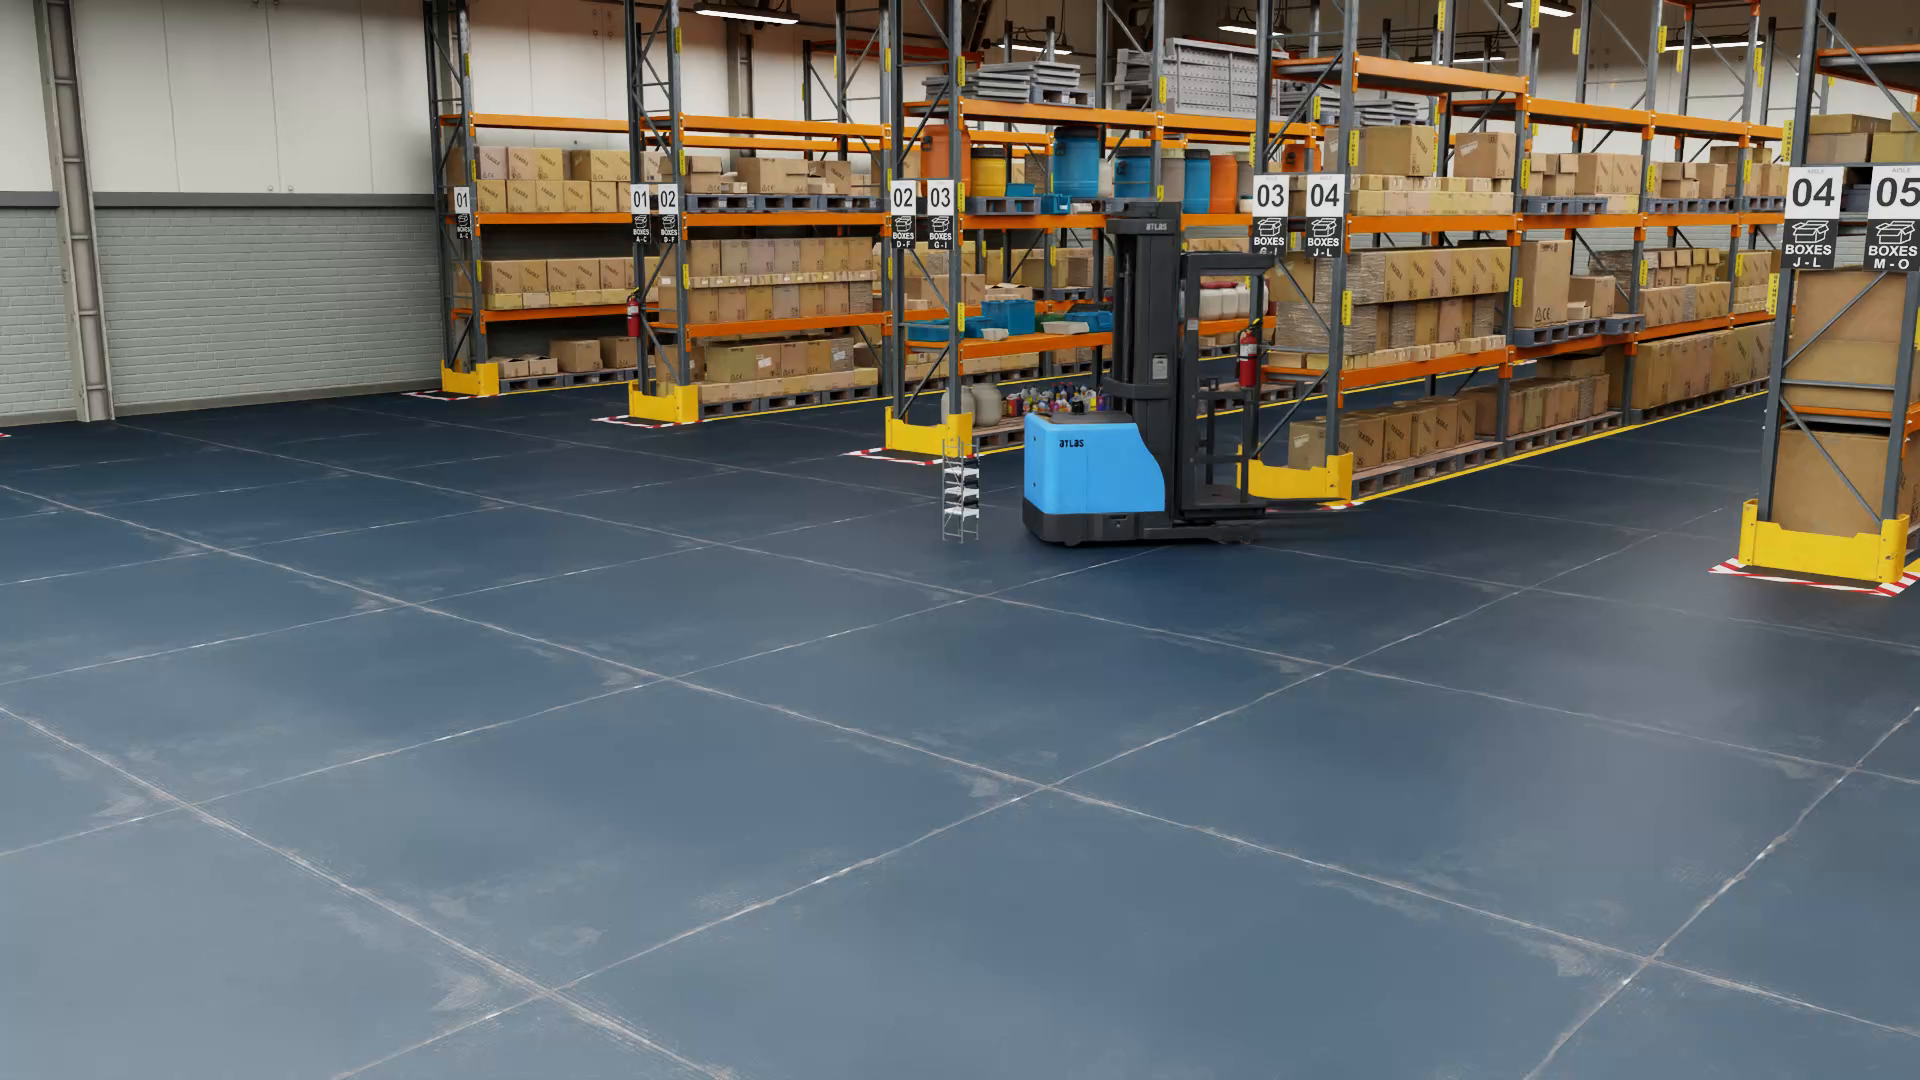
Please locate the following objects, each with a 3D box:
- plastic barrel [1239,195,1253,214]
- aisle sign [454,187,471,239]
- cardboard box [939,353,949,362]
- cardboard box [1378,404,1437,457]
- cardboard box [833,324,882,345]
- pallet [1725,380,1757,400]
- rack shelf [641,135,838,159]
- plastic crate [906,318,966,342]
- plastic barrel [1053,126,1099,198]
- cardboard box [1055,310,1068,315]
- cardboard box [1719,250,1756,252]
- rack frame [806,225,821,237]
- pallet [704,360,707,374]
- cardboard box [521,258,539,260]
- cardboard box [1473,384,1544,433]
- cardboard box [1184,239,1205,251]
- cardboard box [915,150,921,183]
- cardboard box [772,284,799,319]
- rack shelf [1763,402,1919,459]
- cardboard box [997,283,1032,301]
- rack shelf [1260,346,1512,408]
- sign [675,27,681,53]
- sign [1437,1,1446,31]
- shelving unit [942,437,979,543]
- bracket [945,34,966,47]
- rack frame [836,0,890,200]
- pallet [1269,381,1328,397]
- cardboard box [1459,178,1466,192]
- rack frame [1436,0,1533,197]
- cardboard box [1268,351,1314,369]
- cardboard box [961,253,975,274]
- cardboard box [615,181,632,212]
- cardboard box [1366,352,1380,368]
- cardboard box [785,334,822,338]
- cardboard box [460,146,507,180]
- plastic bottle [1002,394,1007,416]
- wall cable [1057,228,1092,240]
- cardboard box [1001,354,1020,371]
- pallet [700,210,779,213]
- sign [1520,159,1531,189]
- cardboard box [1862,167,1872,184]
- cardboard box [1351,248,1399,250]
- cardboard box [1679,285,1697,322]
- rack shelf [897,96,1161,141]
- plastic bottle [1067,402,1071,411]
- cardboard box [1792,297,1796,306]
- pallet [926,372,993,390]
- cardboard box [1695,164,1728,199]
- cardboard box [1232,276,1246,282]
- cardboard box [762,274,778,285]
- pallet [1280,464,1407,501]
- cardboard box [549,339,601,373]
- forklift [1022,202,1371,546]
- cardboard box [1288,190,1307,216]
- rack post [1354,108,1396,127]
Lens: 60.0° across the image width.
[{"bbox_3d":[4.220,-4.891,24.234,0.301,0.262,0.301,0,11,0],"label":"plastic barrel"},{"bbox_3d":[-7.661,-5.034,25.621,0.394,0.787,0.004,10,15,40],"label":"aisle sign"},{"bbox_3d":[-0.340,-3.068,26.929,0.500,0.311,0.500,9,14,38],"label":"cardboard box"},{"bbox_3d":[4.947,-1.216,18.450,0.500,0.500,0.500,8,14,35],"label":"cardboard box"},{"bbox_3d":[-1.974,-4.229,32.642,0.750,0.750,0.750,10,15,40],"label":"cardboard box"},{"bbox_3d":[11.805,-2.387,26.125,1.003,0.211,1.213,10,15,40],"label":"pallet"},{"bbox_3d":[-3.878,-7.085,30.064,1.077,0.370,4.000,10,15,40],"label":"rack shelf"},{"bbox_3d":[-0.291,-2.567,20.286,0.499,0.251,0.616,10,15,40],"label":"plastic crate"},{"bbox_3d":[1.506,-4.907,21.608,0.600,0.901,0.708,10,15,40],"label":"plastic barrel"},{"bbox_3d":[2.006,-4.953,37.163,0.700,0.500,0.500,10,15,40],"label":"cardboard box"},{"bbox_3d":[12.698,-4.495,27.269,0.500,0.500,0.500,9,15,39],"label":"cardboard box"},{"bbox_3d":[-2.558,-4.986,32.016,1.000,3.000,0.127,10,15,40],"label":"rack frame"},{"bbox_3d":[-4.686,-3.145,29.917,1.003,0.211,1.213,10,15,40],"label":"pallet"},{"bbox_3d":[-7.010,-4.359,27.295,0.500,0.500,0.500,9,15,39],"label":"cardboard box"},{"bbox_3d":[6.714,-1.621,20.429,0.700,0.500,0.500,10,15,40],"label":"cardboard box"},{"bbox_3d":[4.328,-5.507,31.815,0.500,0.500,0.500,10,15,42],"label":"cardboard box"},{"bbox_3d":[-0.680,-5.901,26.335,0.500,0.500,0.500,-10,15,-42],"label":"cardboard box"},{"bbox_3d":[-2.778,-3.513,24.387,0.700,0.500,0.500,10,15,42],"label":"cardboard box"},{"bbox_3d":[8.303,-1.173,14.762,1.077,0.370,4.000,10,15,40],"label":"rack shelf"},{"bbox_3d":[0.893,-4.254,28.581,0.500,0.311,0.500,11,16,44],"label":"cardboard box"},{"bbox_3d":[4.644,-1.829,18.047,1.077,0.370,4.000,10,15,40],"label":"rack shelf"},{"bbox_3d":[-3.703,-6.574,21.860,0.100,0.325,0.005,10,15,40],"label":"sign"},{"bbox_3d":[5.543,-6.025,19.110,0.100,0.325,0.005,10,15,40],"label":"sign"},{"bbox_3d":[0.005,-0.442,14.629,0.258,0.900,0.210,10,15,40],"label":"shelving unit"},{"bbox_3d":[-0.113,-10.389,34.562,0.235,0.232,0.430,10,15,40],"label":"bracket"},{"bbox_3d":[-1.475,-6.699,25.278,1.000,3.000,0.127,10,15,40],"label":"rack frame"},{"bbox_3d":[5.373,-2.459,26.483,1.003,0.211,1.213,10,15,40],"label":"pallet"},{"bbox_3d":[5.232,-3.836,17.964,0.380,0.149,0.250,11,15,42],"label":"cardboard box"},{"bbox_3d":[5.964,-5.418,18.862,1.000,3.000,0.127,10,15,40],"label":"rack frame"},{"bbox_3d":[3.356,-1.833,16.871,0.380,0.149,0.250,10,15,40],"label":"cardboard box"},{"bbox_3d":[-0.033,-5.679,34.418,0.500,0.500,0.500,9,15,39],"label":"cardboard box"},{"bbox_3d":[-5.690,-5.748,27.867,0.500,0.500,0.500,8,14,36],"label":"cardboard box"},{"bbox_3d":[4.046,-1.845,16.930,0.380,0.149,0.250,10,15,40],"label":"cardboard box"},{"bbox_3d":[-2.340,-2.880,25.508,0.500,0.500,0.500,10,15,40],"label":"cardboard box"},{"bbox_3d":[-7.402,-5.854,25.846,0.500,0.500,0.500,8,14,36],"label":"cardboard box"},{"bbox_3d":[0.549,-1.758,21.667,0.061,0.283,0.133,10,15,42],"label":"plastic bottle"},{"bbox_3d":[2.857,-6.972,39.365,0.084,1.984,1.851,10,15,40],"label":"wall cable"},{"bbox_3d":[0.664,-3.018,28.112,0.500,0.250,0.500,10,15,40],"label":"cardboard box"},{"bbox_3d":[-4.029,-6.006,29.945,1.213,0.211,1.003,10,15,40],"label":"pallet"},{"bbox_3d":[6.377,-4.132,18.760,0.100,0.325,0.005,10,15,40],"label":"sign"},{"bbox_3d":[7.283,-3.002,13.737,0.380,0.149,0.250,10,15,41],"label":"cardboard box"},{"bbox_3d":[4.495,-2.906,18.033,0.500,0.500,0.500,10,15,40],"label":"cardboard box"},{"bbox_3d":[10.135,-3.375,23.696,0.500,0.500,0.500,10,15,41],"label":"cardboard box"},{"bbox_3d":[0.923,-5.215,20.705,1.077,0.370,4.000,10,15,40],"label":"rack shelf"},{"bbox_3d":[1.391,-1.678,21.473,0.097,0.201,0.097,0,11,0],"label":"plastic bottle"},{"bbox_3d":[13.560,-3.948,27.461,0.380,0.149,0.250,10,15,40],"label":"cardboard box"},{"bbox_3d":[-0.213,-2.684,27.609,1.003,0.211,1.213,10,15,40],"label":"pallet"},{"bbox_3d":[10.869,-5.292,24.564,0.700,0.500,0.500,10,15,42],"label":"cardboard box"},{"bbox_3d":[5.349,-5.247,33.069,0.500,0.500,0.500,9,15,40],"label":"cardboard box"},{"bbox_3d":[-2.846,-3.756,23.945,0.380,0.149,0.250,10,15,40],"label":"cardboard box"},{"bbox_3d":[3.936,-0.646,17.408,1.003,0.211,1.213,10,15,40],"label":"pallet"},{"bbox_3d":[-6.416,-3.074,27.704,0.700,0.500,0.500,9,14,37],"label":"cardboard box"},{"bbox_3d":[2.134,-1.497,14.722,3.031,2.935,1.130,-2,11,-9],"label":"forklift"},{"bbox_3d":[3.451,-3.389,16.744,0.500,0.250,0.500,10,15,42],"label":"cardboard box"},{"bbox_3d":[6.284,-6.676,26.437,0.954,0.300,0.937,-10,15,-41],"label":"rack post"}]
